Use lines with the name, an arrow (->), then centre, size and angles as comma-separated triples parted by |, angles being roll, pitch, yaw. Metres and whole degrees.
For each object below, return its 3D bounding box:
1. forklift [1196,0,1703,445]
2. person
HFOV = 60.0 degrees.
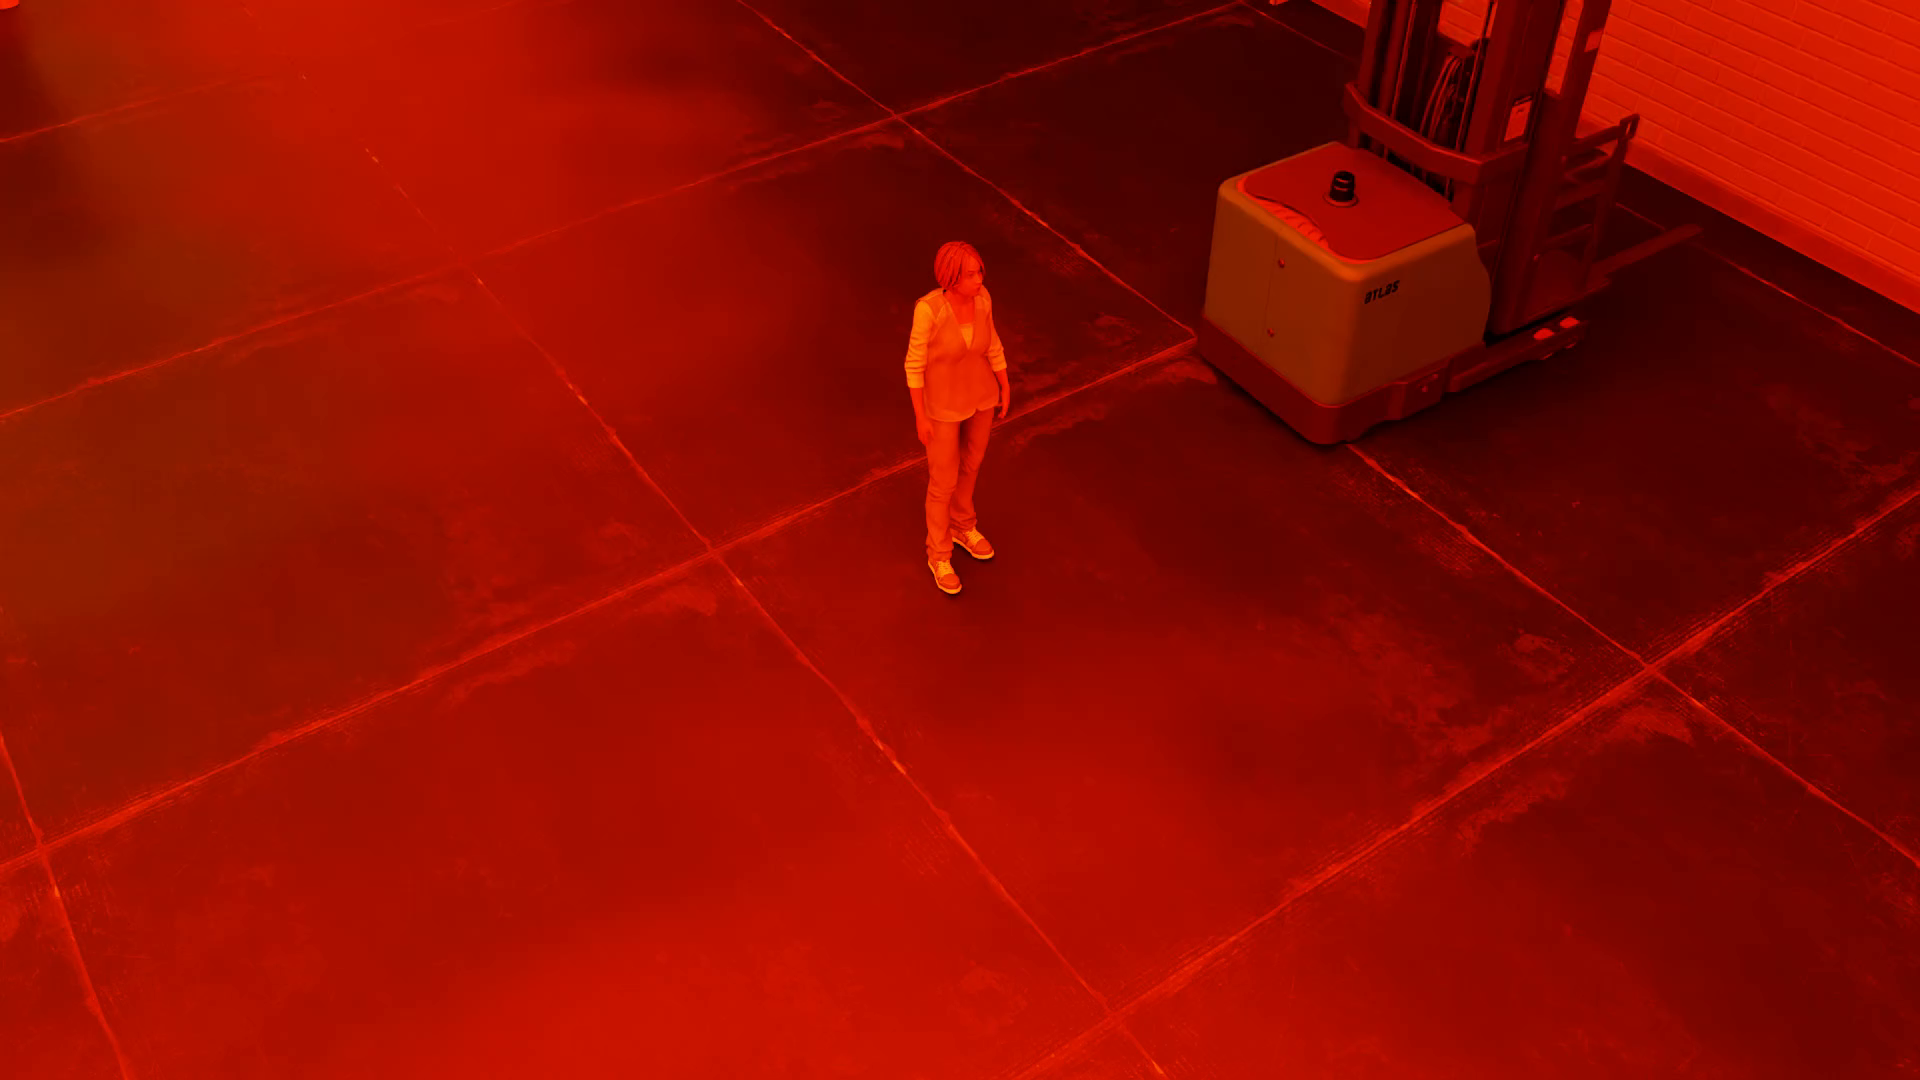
forklift -> 2.781, -2.324, 8.237 | 3.031, 2.935, 1.130 | -23, 48, -23
person -> 0.030, -0.546, 7.282 | 0.521, 1.596, 0.475 | -25, 48, -25
